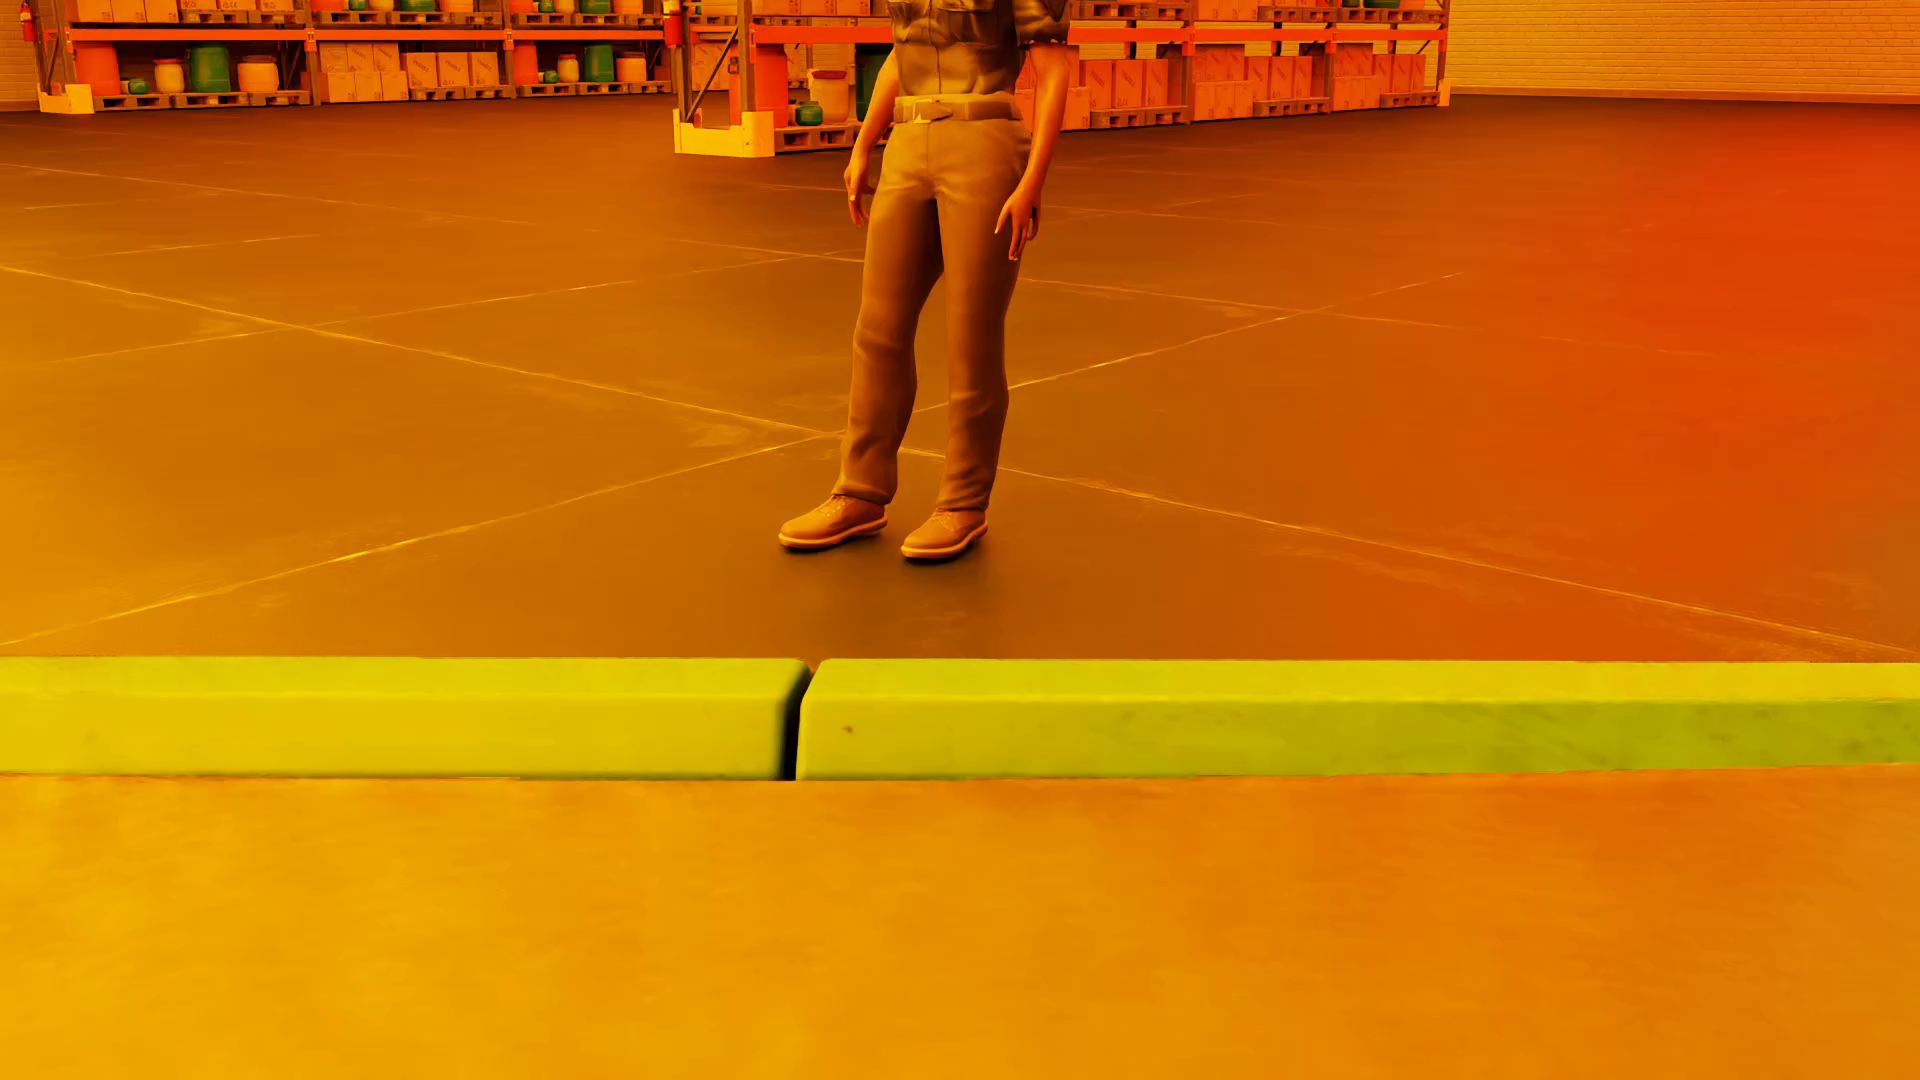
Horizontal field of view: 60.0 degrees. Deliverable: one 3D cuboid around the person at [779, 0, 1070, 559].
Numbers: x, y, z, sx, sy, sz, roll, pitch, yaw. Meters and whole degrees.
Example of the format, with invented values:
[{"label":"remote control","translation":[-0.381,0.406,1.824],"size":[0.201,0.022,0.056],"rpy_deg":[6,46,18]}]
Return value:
[{"label":"person","translation":[-0.071,-0.782,3.647],"size":[0.569,1.654,0.504],"rpy_deg":[13,21,37]}]
